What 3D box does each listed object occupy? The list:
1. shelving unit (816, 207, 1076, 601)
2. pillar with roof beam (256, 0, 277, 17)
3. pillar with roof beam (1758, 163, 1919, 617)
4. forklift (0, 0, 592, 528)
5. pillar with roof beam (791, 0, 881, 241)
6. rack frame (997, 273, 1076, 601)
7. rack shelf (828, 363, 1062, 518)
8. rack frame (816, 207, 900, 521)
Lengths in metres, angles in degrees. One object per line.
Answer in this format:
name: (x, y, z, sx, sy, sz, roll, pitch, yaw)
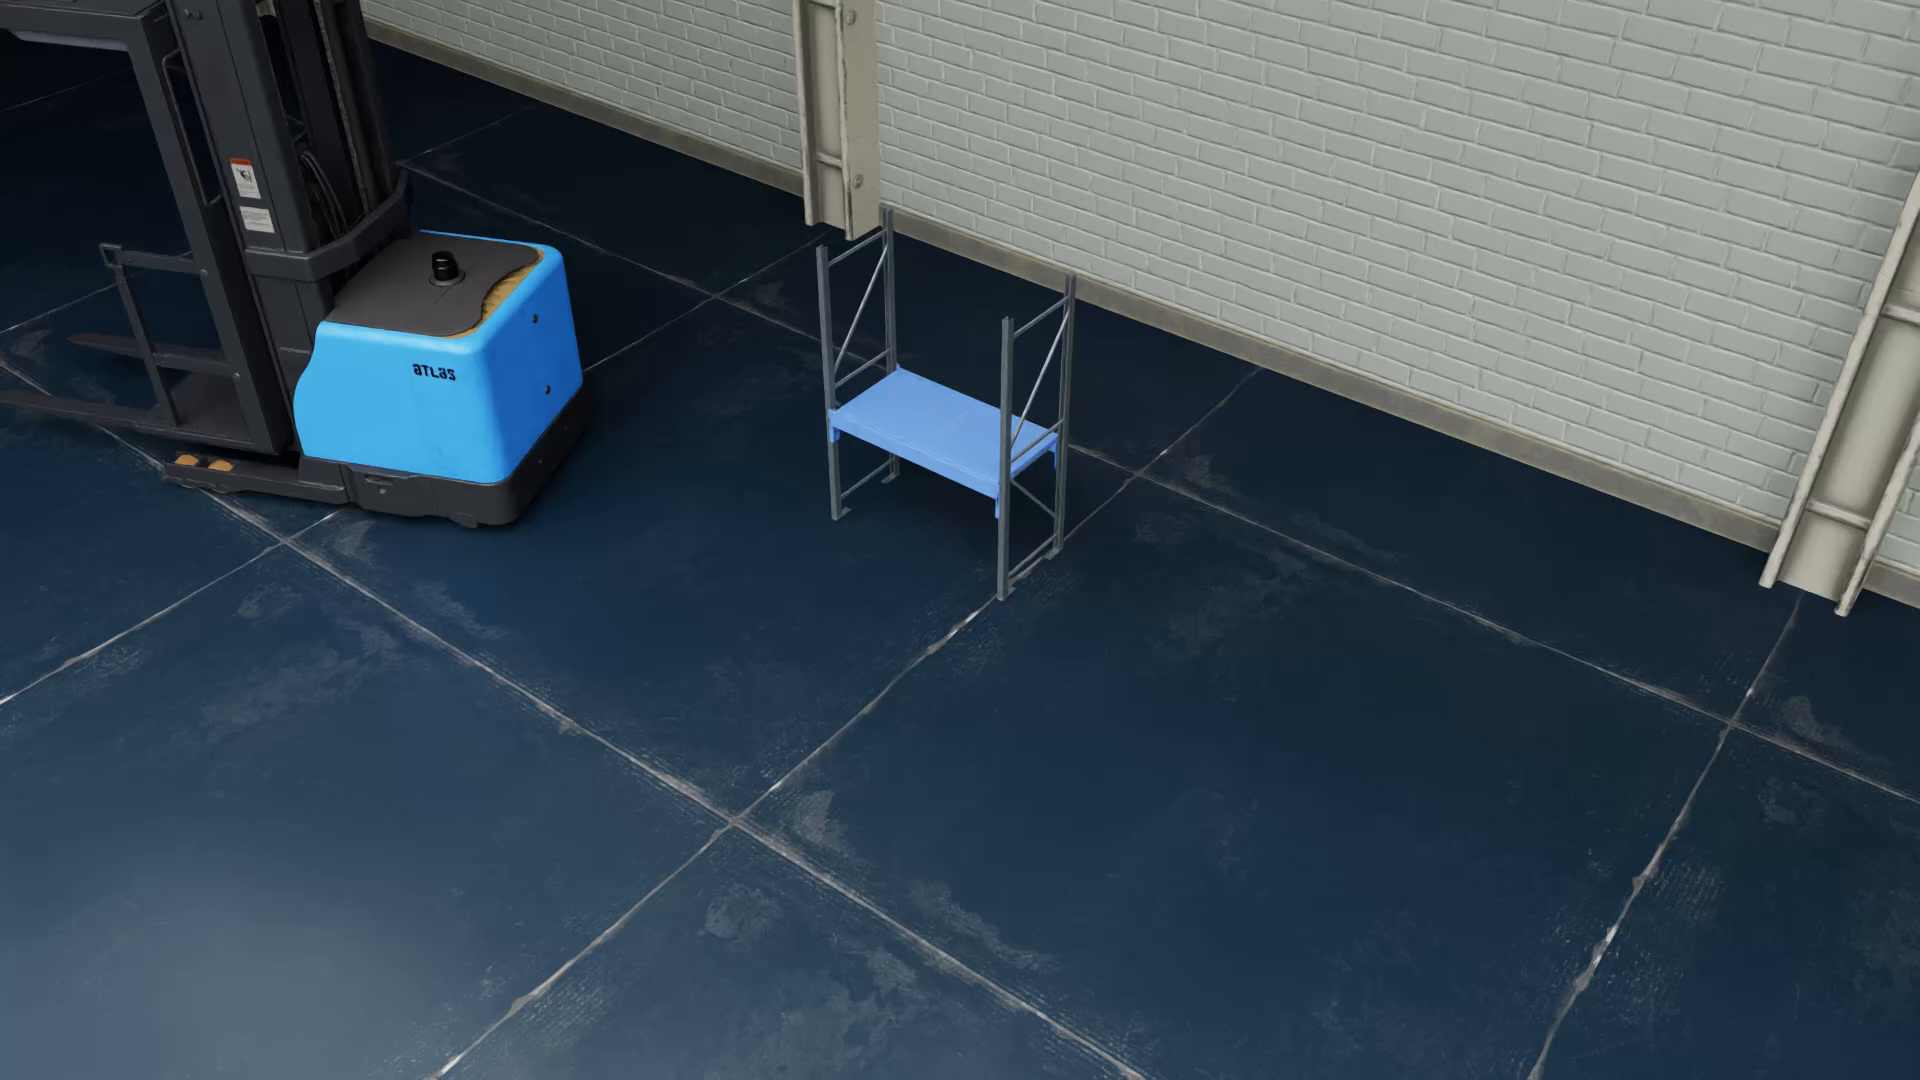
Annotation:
shelving unit: (-0.068, -0.622, 7.689, 1.048, 1.500, 0.538, 25, 45, 29)
pillar with roof beam: (-8.131, -5.722, 8.120, 0.400, 9.000, 9.100, 25, 45, 29)
pillar with roof beam: (1.401, -1.228, 2.380, 0.400, 9.000, 9.100, 25, 45, 29)
forklift: (-3.523, -1.696, 7.899, 3.031, 2.935, 1.130, 9, 39, 11)
pillar with roof beam: (-3.365, -3.475, 5.250, 0.400, 9.000, 9.100, 25, 45, 29)
rack frame: (0.336, -0.432, 7.446, 0.032, 1.500, 0.500, 25, 45, 29)
rack shelf: (-0.068, -0.481, 7.800, 1.000, 0.185, 0.538, 25, 45, 29)
rack frame: (-0.472, -0.813, 7.932, 0.032, 1.500, 0.500, 25, 45, 29)
